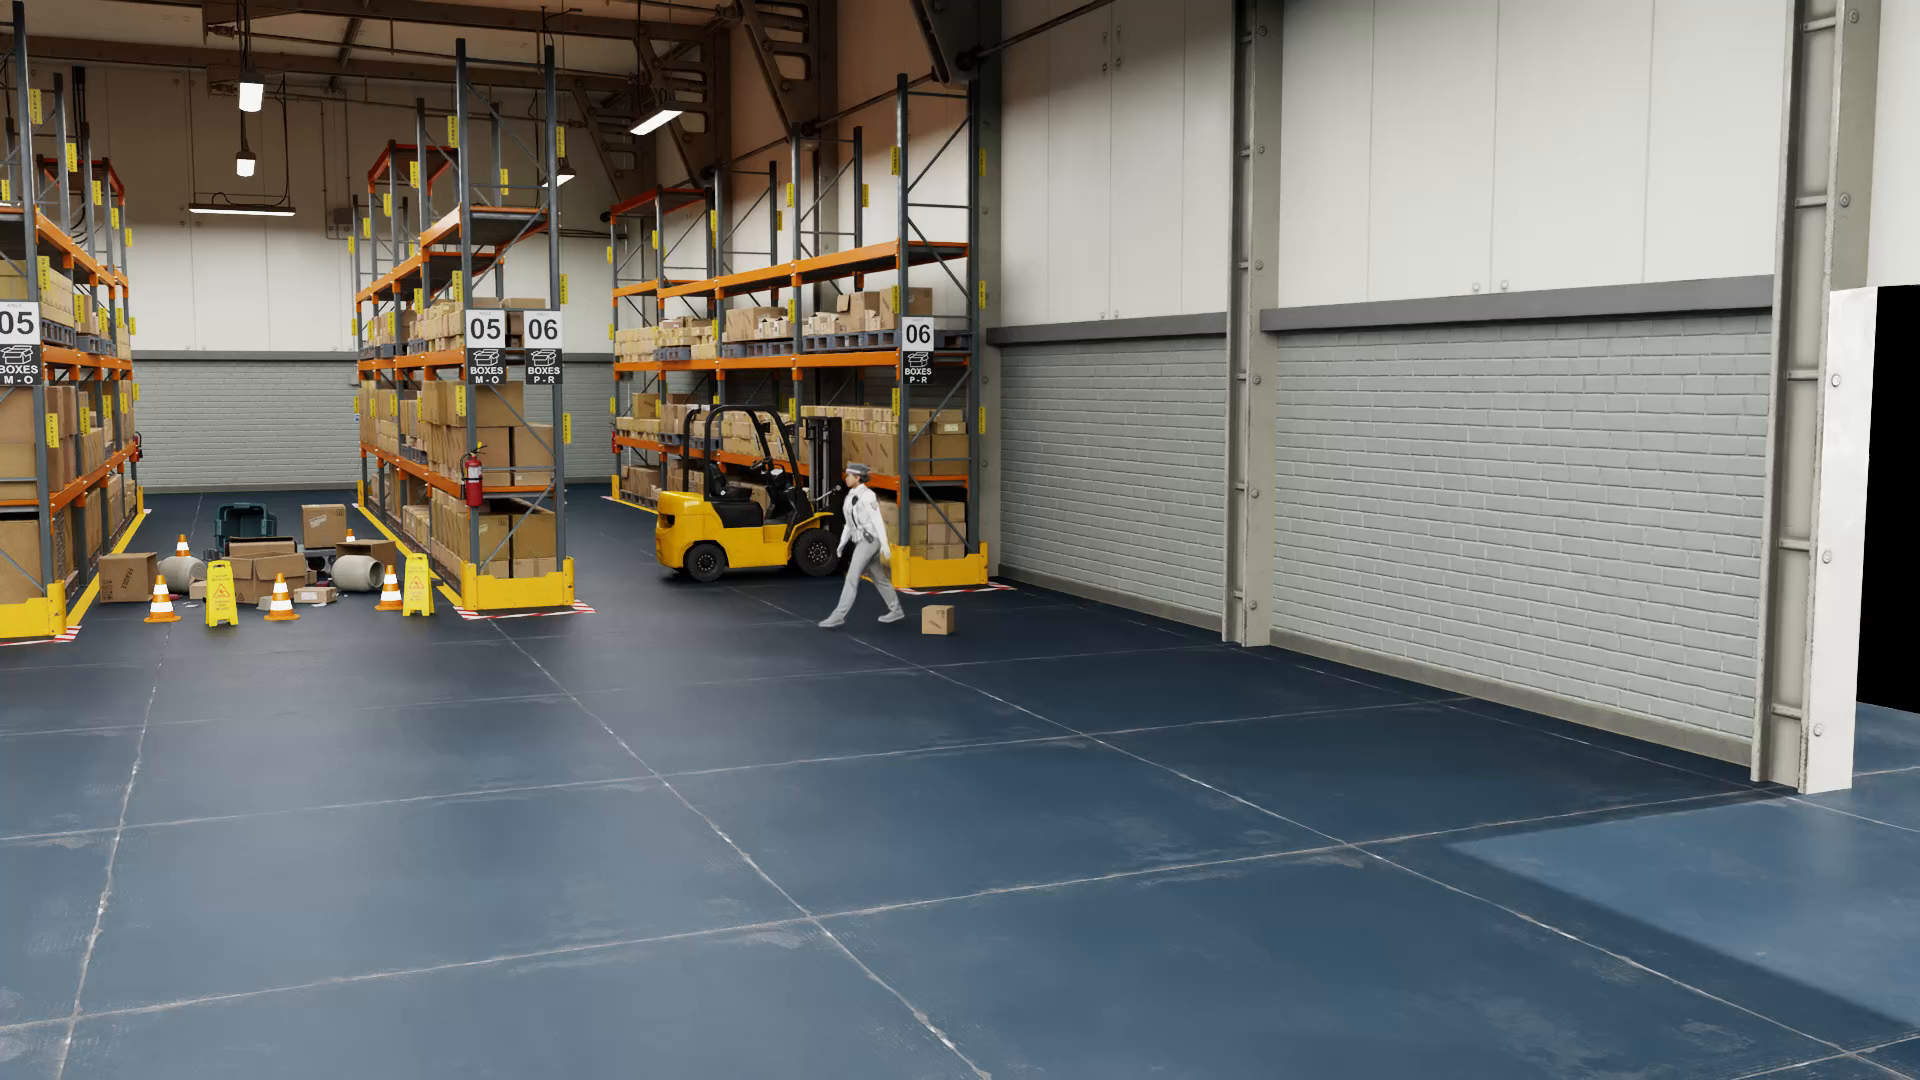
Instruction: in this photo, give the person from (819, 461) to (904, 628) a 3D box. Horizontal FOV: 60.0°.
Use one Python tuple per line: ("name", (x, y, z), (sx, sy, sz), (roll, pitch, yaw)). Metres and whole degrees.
("person", (-0.997, 0.024, 16.543), (0.937, 1.624, 0.519), (-2, 6, -19))
